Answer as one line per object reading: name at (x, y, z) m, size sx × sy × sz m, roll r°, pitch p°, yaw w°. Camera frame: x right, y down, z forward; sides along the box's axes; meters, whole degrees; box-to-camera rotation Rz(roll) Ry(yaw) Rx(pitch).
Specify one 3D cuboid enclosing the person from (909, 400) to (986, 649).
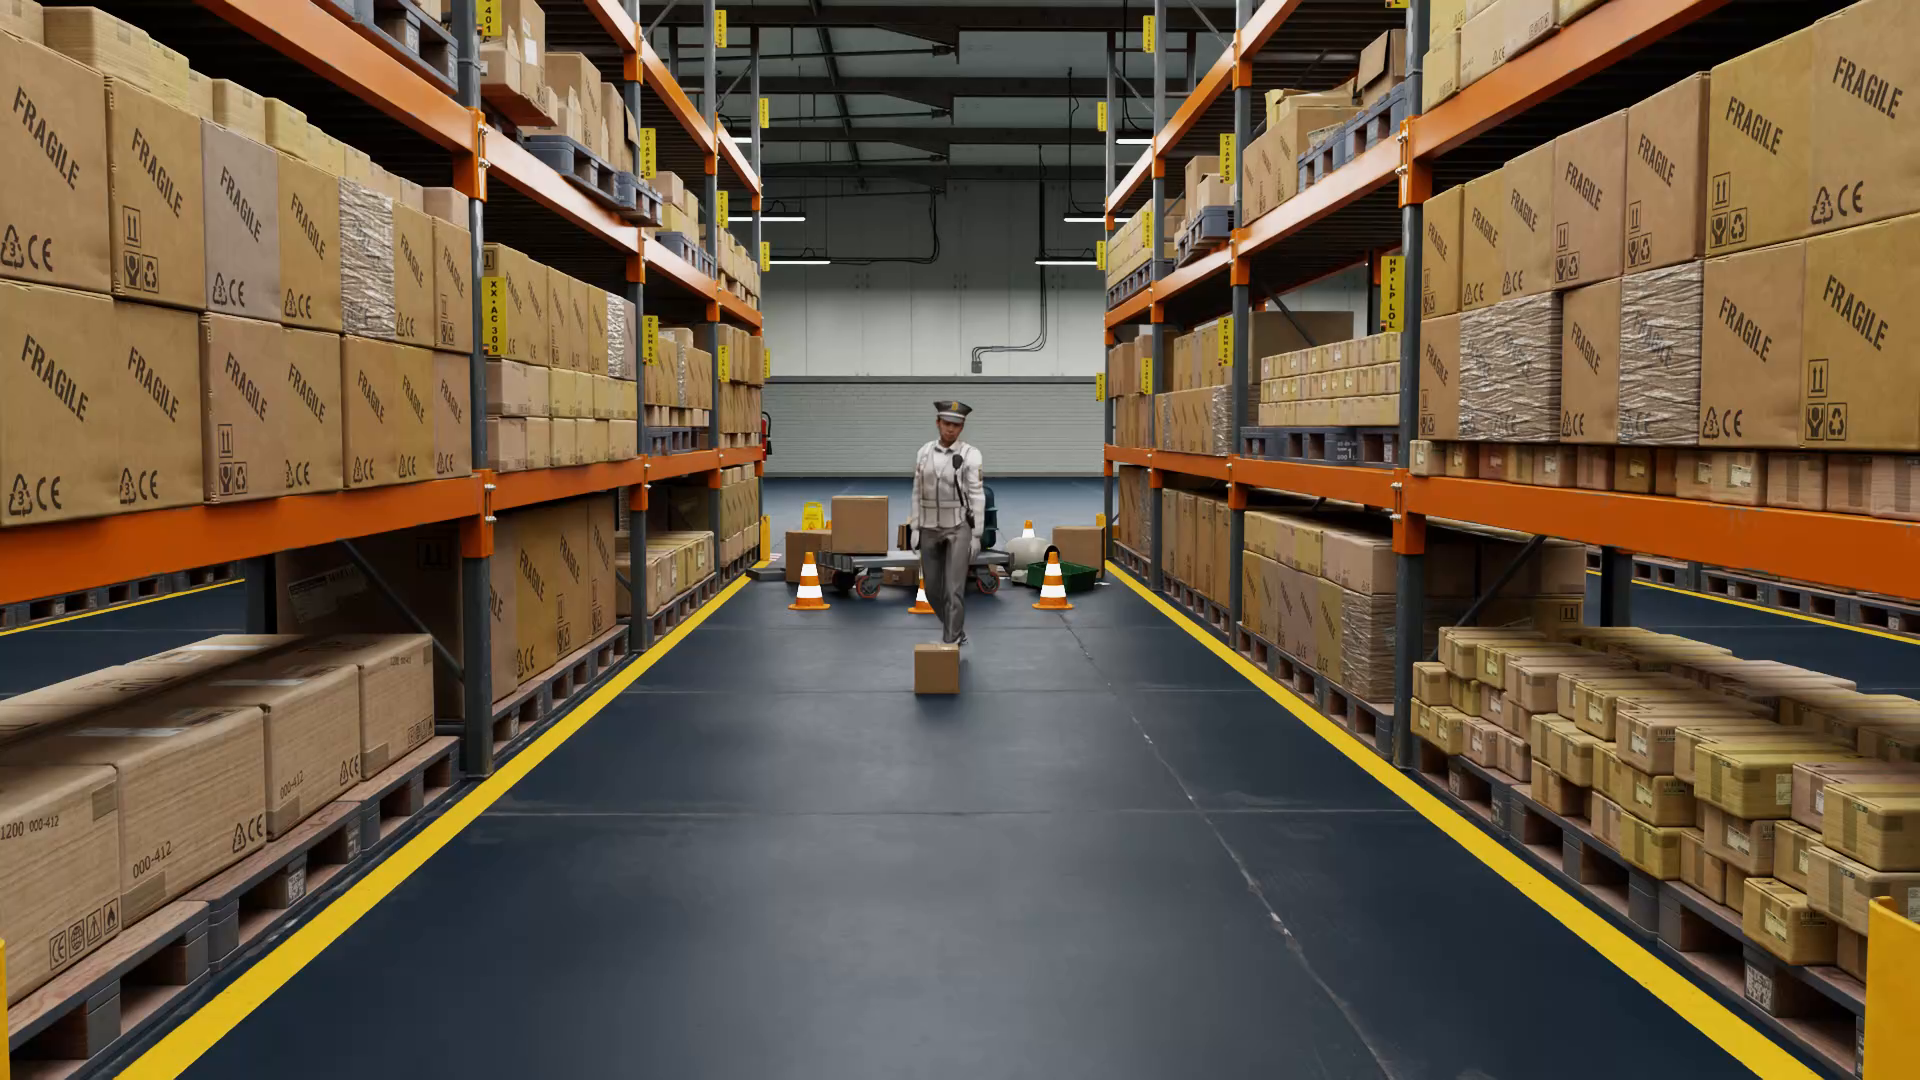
person at (-0.057, -0.046, 10.541) m, size 0.501 × 1.665 × 0.653 m, roll 2°, pitch 4°, yaw 26°
